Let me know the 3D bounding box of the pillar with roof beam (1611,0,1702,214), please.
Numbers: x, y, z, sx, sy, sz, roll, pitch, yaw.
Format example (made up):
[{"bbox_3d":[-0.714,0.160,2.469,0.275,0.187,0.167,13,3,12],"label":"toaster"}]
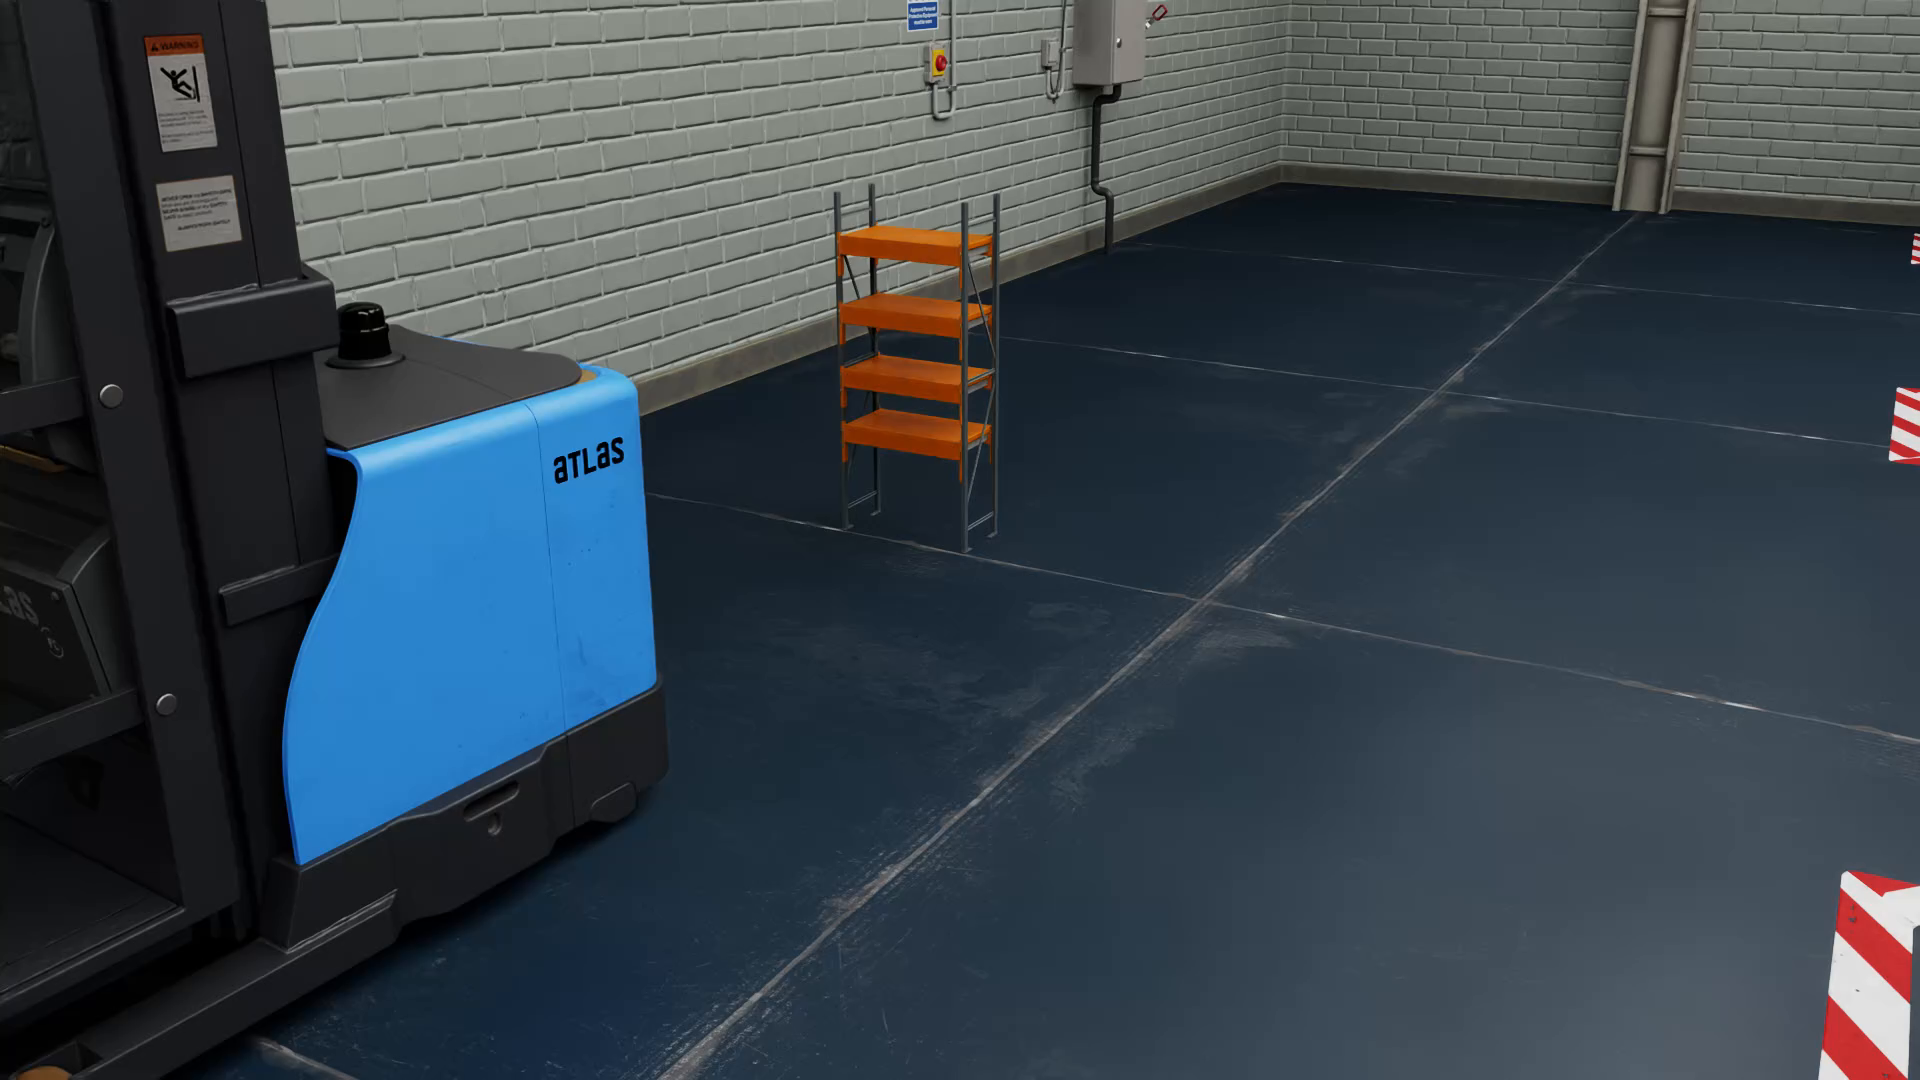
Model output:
[{"bbox_3d":[3.216,-5.527,7.904,0.400,9.000,9.100,11,23,27],"label":"pillar with roof beam"}]

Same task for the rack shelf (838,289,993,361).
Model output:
[{"bbox_3d":[-0.145,-0.739,5.683,0.480,0.148,0.258,11,23,27],"label":"rack shelf"}]

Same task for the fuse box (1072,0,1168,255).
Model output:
[{"bbox_3d":[1.030,-2.719,10.852,0.414,1.711,0.539,11,23,27],"label":"fuse box"}]

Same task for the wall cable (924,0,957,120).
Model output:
[{"bbox_3d":[-0.121,-3.216,8.796,0.123,1.953,0.585,11,23,27],"label":"wall cable"}]

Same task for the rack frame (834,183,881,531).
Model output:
[{"bbox_3d":[-0.358,-0.632,5.848,0.015,1.200,0.240,11,23,27],"label":"rack frame"}]

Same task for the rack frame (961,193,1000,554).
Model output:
[{"bbox_3d":[0.069,-0.551,5.625,0.015,1.200,0.240,11,23,27],"label":"rack frame"}]

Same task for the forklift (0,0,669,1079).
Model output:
[{"bbox_3d":[-1.952,-0.423,2.732,1.130,2.935,3.031,13,24,31],"label":"forklift"}]

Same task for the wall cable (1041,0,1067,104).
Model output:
[{"bbox_3d":[0.560,-3.625,9.971,0.122,1.984,0.588,11,23,27],"label":"wall cable"}]

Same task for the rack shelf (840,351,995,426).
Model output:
[{"bbox_3d":[-0.145,-0.528,5.759,0.480,0.148,0.258,11,23,27],"label":"rack shelf"}]

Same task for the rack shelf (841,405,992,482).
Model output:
[{"bbox_3d":[-0.145,-0.342,5.827,0.480,0.148,0.258,11,23,27],"label":"rack shelf"}]

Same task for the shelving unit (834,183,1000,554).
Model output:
[{"bbox_3d":[-0.144,-0.592,5.736,0.503,1.200,0.258,11,23,27],"label":"shelving unit"}]

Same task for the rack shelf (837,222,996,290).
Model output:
[{"bbox_3d":[-0.144,-0.961,5.602,0.480,0.148,0.258,11,23,27],"label":"rack shelf"}]

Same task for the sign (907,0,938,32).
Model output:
[{"bbox_3d":[-0.198,-2.847,8.917,0.001,0.218,0.327,11,23,27],"label":"sign"}]
